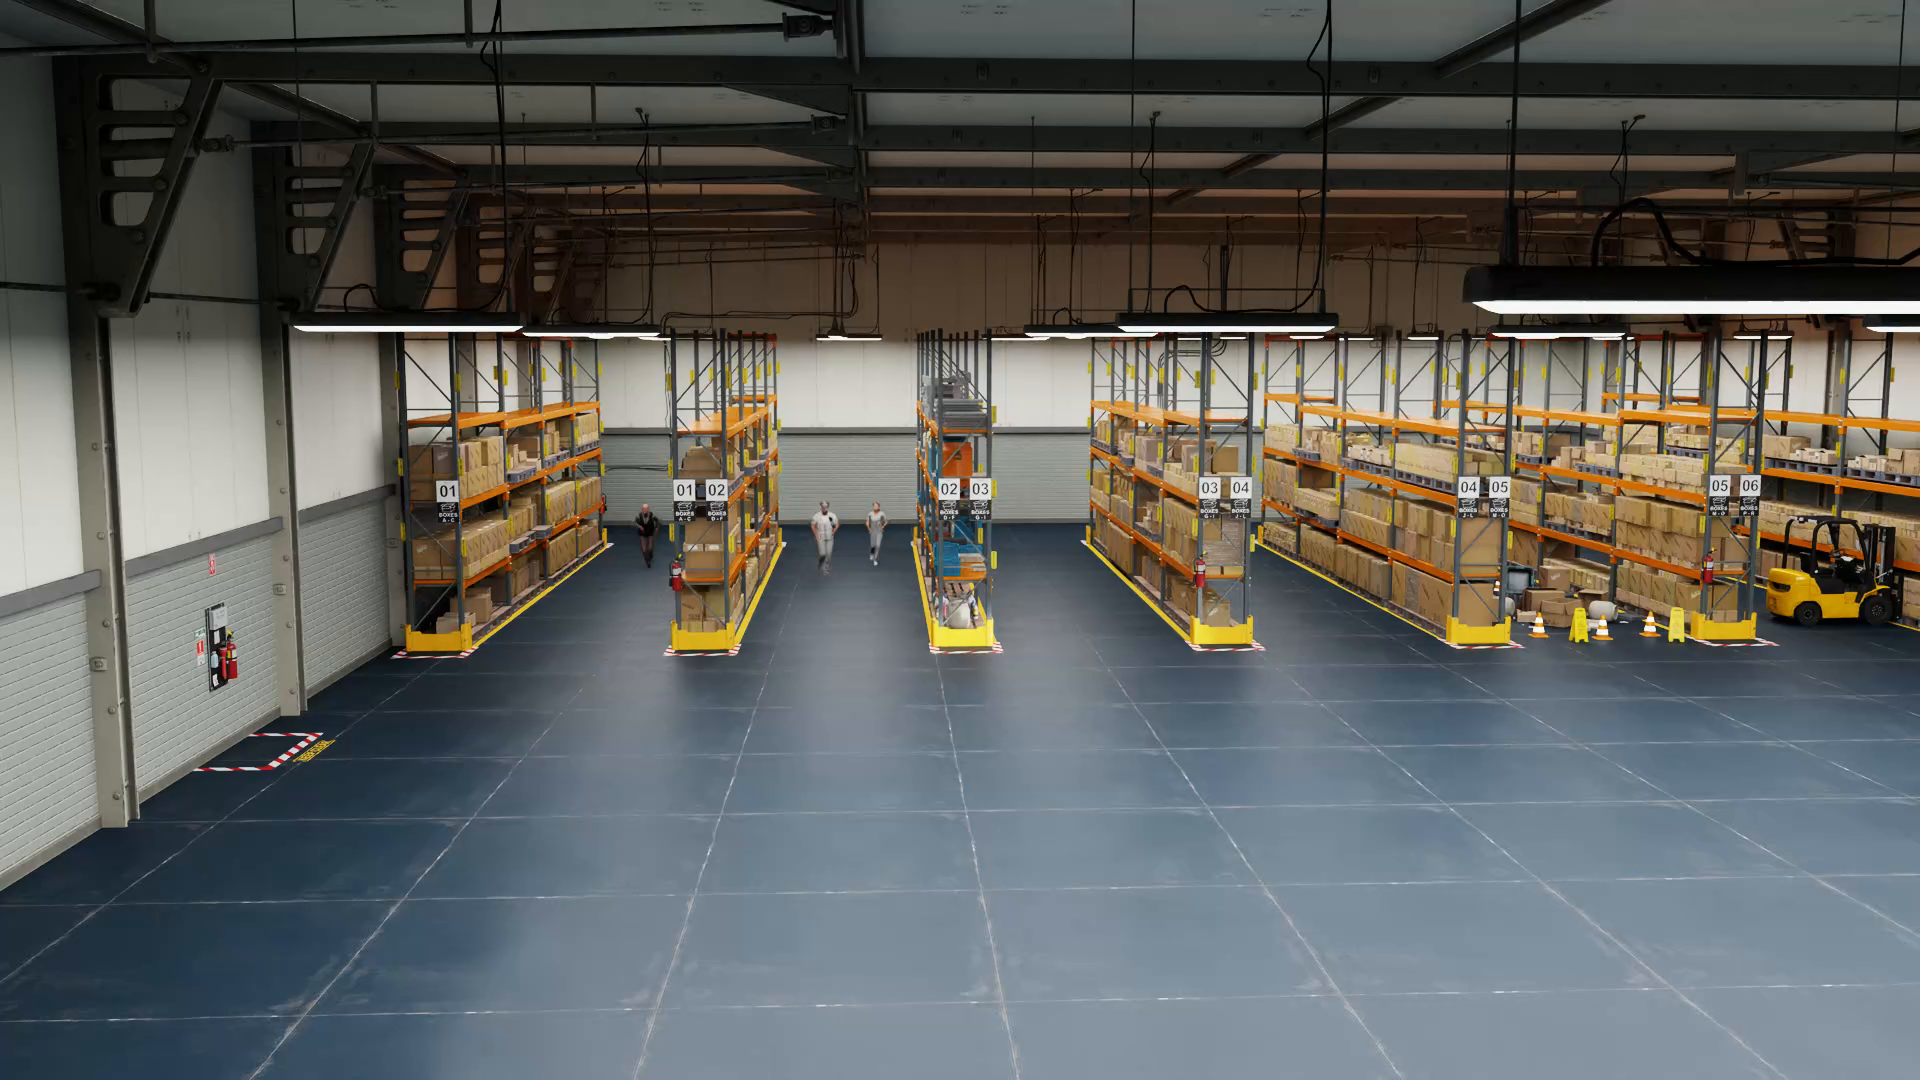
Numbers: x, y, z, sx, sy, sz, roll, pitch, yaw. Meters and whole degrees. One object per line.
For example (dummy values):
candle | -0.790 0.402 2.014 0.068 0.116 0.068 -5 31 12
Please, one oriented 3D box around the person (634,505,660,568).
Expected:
person | -8.015 -0.096 42.571 0.648 1.650 0.724 -1 7 -5

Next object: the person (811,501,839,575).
person | -3.167 -0.038 39.232 0.649 1.778 0.590 -1 7 -11

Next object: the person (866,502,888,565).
person | -2.157 -0.173 43.256 0.560 1.639 0.603 0 7 0
